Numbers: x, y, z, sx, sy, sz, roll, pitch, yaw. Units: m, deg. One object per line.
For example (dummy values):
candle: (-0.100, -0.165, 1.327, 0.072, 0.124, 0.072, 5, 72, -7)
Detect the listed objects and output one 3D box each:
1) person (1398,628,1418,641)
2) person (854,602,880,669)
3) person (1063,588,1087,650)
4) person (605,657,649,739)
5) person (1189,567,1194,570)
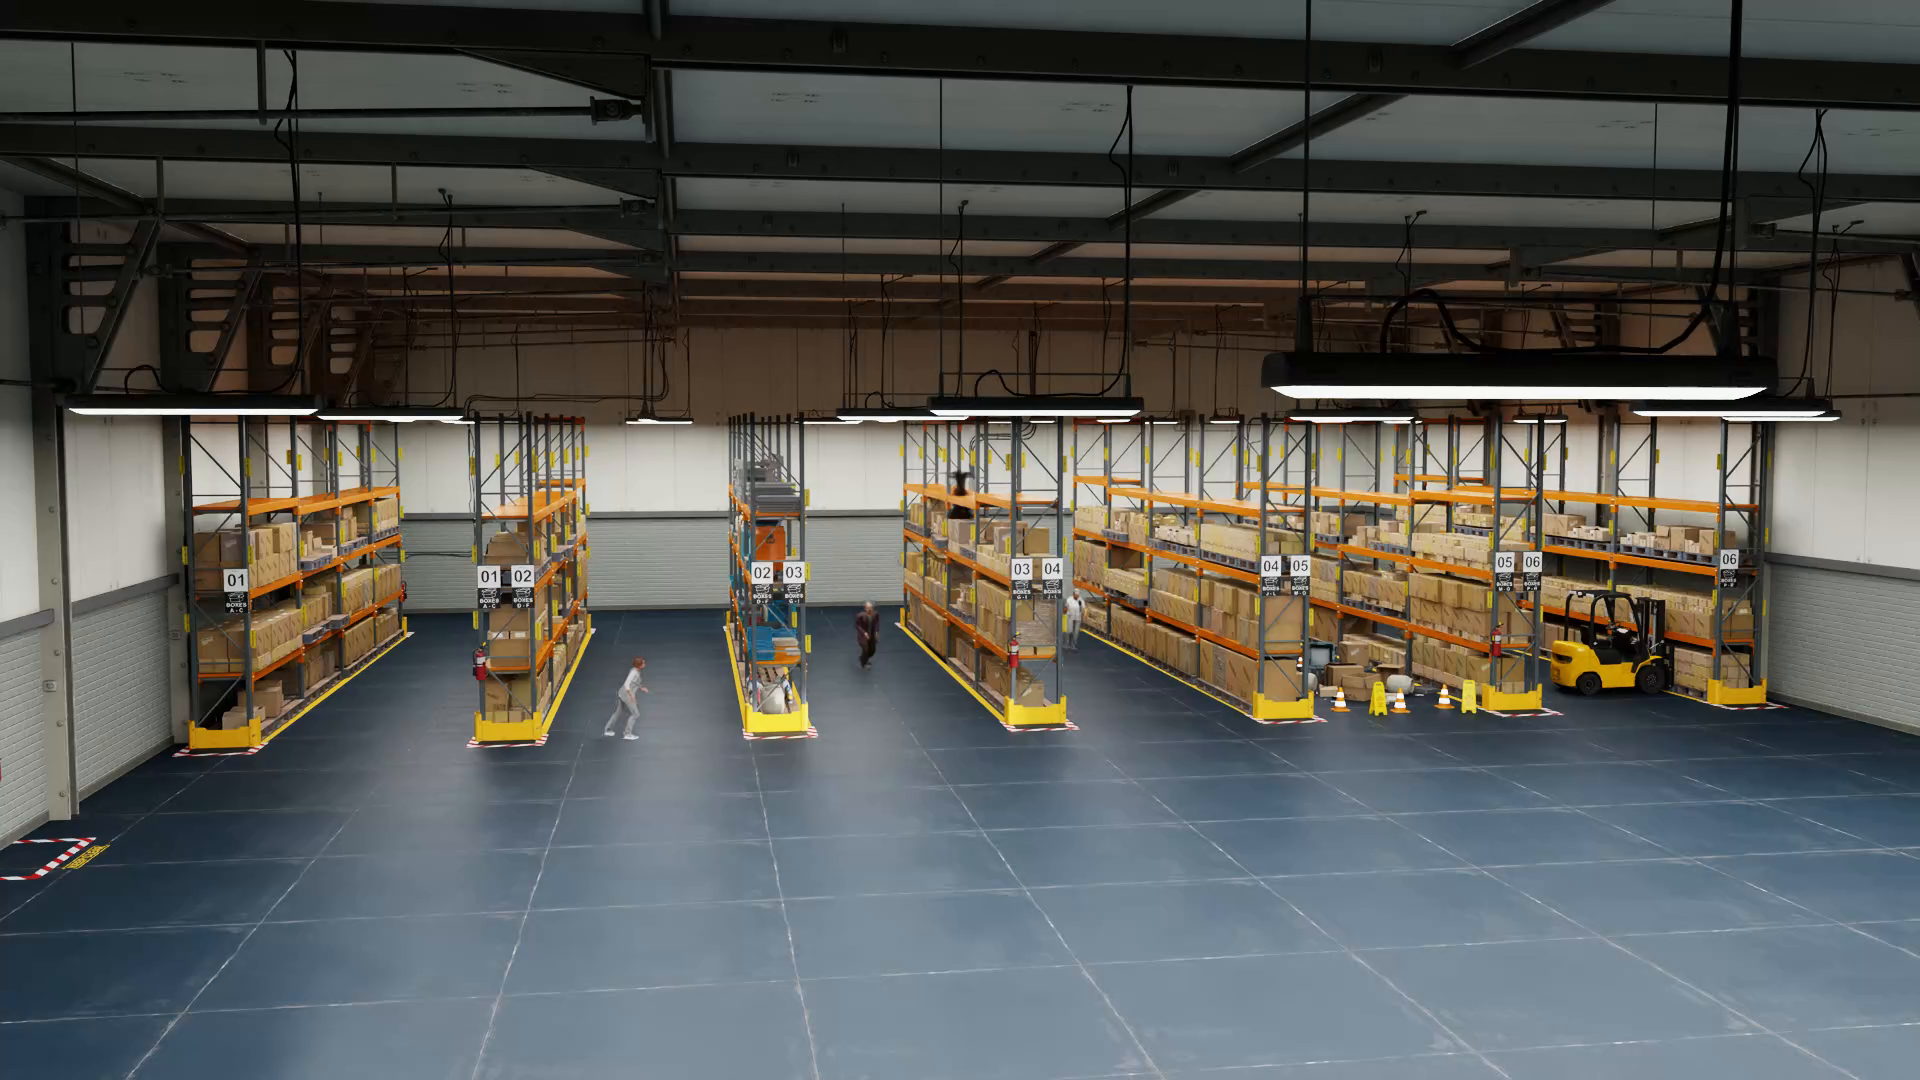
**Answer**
person: (11.528, 1.991, 42.786, 0.658, 1.677, 0.776, -1, 4, -18)
person: (-2.236, 2.269, 39.192, 0.677, 1.569, 0.883, -2, 5, -32)
person: (2.948, 2.026, 42.422, 0.583, 1.615, 0.762, 0, 4, -4)
person: (-6.111, 2.901, 30.523, 0.807, 1.521, 0.590, -1, 4, -19)
person: (6.622, 1.647, 47.190, 0.686, 1.752, 0.993, -3, 5, -38)
